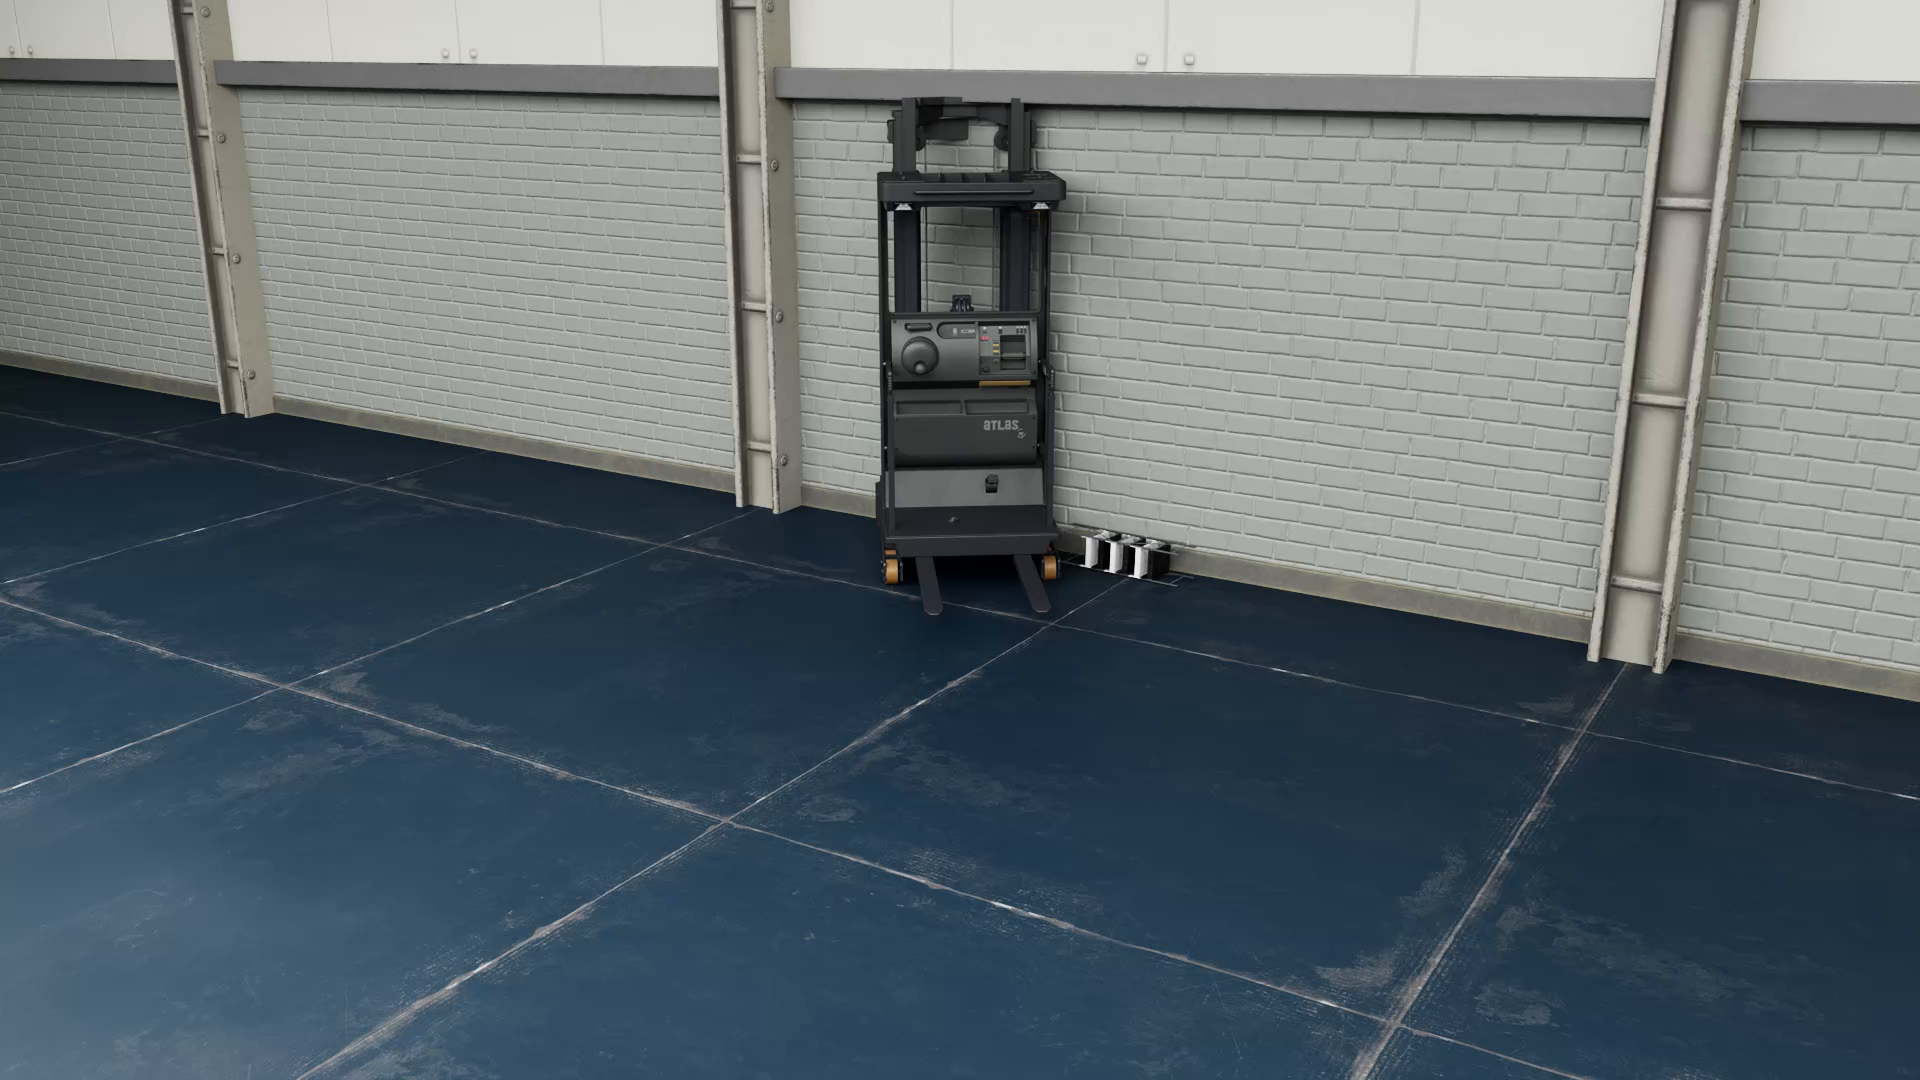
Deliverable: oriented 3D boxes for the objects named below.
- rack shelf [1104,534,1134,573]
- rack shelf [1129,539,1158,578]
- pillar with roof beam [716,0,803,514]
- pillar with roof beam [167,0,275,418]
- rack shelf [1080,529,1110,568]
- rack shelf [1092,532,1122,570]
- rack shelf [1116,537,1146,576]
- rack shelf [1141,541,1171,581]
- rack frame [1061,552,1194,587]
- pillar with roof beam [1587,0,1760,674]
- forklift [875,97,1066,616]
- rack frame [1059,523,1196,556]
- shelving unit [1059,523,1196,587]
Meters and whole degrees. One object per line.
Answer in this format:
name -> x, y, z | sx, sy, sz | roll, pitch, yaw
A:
rack shelf -> 1.028, 0.083, 10.718 | 0.077, 0.200, 0.258 | 12, 19, 33
rack shelf -> 1.176, 0.115, 10.621 | 0.077, 0.200, 0.258 | 12, 19, 33
pillar with roof beam -> -3.650, -3.496, 7.408 | 0.400, 9.000, 9.100 | 10, 20, 30
pillar with roof beam -> -8.763, -4.409, 10.412 | 0.400, 9.000, 9.100 | 10, 20, 30
rack shelf -> 0.880, 0.052, 10.816 | 0.077, 0.200, 0.258 | 12, 19, 33
rack shelf -> 0.954, 0.068, 10.767 | 0.077, 0.200, 0.258 | 12, 19, 33
rack shelf -> 1.102, 0.099, 10.670 | 0.077, 0.200, 0.258 | 12, 19, 33
rack shelf -> 1.250, 0.130, 10.572 | 0.077, 0.200, 0.258 | 12, 19, 33
rack frame -> 1.053, 0.187, 10.728 | 0.900, 0.006, 0.240 | 12, 19, 33
pillar with roof beam -> 1.463, -2.583, 4.403 | 0.400, 9.000, 9.100 | 10, 20, 30
forklift -> 0.047, -1.221, 10.358 | 1.130, 2.935, 3.031 | -1, 17, -4
rack frame -> 1.058, -0.009, 10.673 | 0.900, 0.006, 0.240 | 12, 19, 33
shelving unit -> 1.056, 0.089, 10.700 | 0.900, 0.210, 0.258 | 12, 19, 33
